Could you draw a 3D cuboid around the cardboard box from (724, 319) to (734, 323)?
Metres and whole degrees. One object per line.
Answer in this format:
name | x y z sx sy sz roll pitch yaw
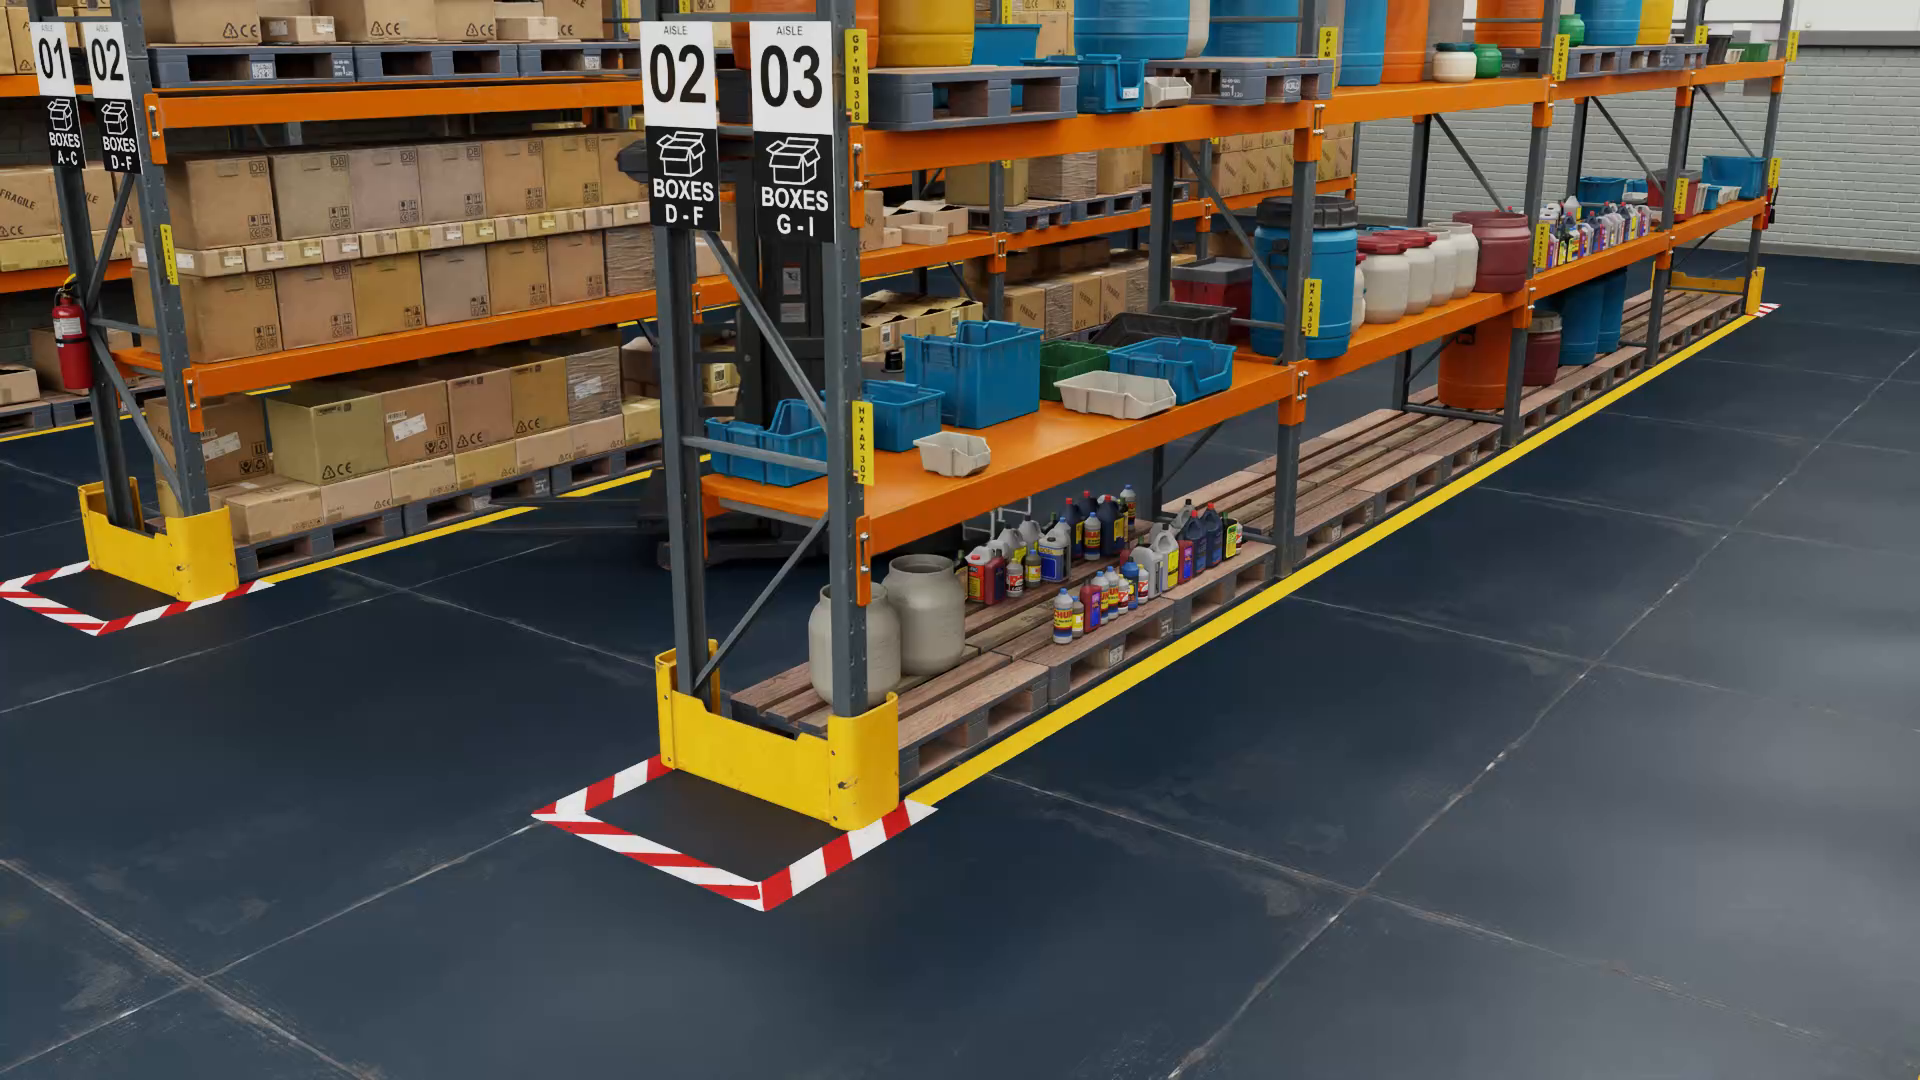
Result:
cardboard box | -1.791 -1.715 14.192 0.500 0.311 0.500 12 21 35

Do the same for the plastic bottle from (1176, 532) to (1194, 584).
plastic bottle | 1.239 0.090 9.234 0.061 0.283 0.133 14 22 38

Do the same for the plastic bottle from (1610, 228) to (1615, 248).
plastic bottle | 5.716 -2.681 14.655 0.097 0.201 0.097 0 17 0

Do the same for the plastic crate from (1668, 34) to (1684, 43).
plastic crate | 7.151 -5.054 17.103 0.437 0.282 0.530 12 21 35

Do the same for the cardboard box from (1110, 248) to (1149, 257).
cardboard box | 1.877 -3.019 18.881 0.500 0.500 0.500 11 21 32

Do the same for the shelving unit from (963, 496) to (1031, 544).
shelving unit | 0.240 -0.623 10.727 0.258 1.200 0.503 10 20 29

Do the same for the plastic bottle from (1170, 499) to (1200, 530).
plastic bottle | 1.302 -0.060 9.602 0.144 0.351 0.185 12 21 35

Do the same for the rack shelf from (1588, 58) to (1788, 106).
rack shelf | 7.528 -4.764 17.182 1.077 0.370 4.000 12 21 35

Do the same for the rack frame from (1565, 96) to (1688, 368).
rack frame | 6.336 -3.199 15.986 1.000 3.000 0.127 12 21 35

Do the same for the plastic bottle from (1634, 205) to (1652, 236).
plastic bottle | 6.361 -2.989 15.519 0.152 0.276 0.135 12 21 35

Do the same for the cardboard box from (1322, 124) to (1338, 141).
cardboard box | 4.399 -5.278 20.827 0.500 0.500 0.500 13 22 36

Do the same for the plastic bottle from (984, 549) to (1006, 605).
plastic bottle | 0.187 0.195 8.896 0.061 0.283 0.133 12 21 35

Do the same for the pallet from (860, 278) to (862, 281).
pallet | -2.019 -3.421 21.403 1.003 0.211 1.213 12 21 35

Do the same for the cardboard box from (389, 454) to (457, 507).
cardboard box | -3.698 -0.431 11.003 0.500 0.250 0.500 12 21 35

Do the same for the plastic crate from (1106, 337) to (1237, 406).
plastic crate | 1.128 -0.911 8.869 0.499 0.251 0.616 12 21 35

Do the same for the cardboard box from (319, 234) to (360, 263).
cardboard box | -3.926 -1.812 10.258 0.380 0.149 0.250 12 21 34

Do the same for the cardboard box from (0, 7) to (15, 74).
cardboard box | -7.715 -3.863 12.864 0.500 0.500 0.500 14 22 37

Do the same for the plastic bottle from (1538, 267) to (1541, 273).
plastic bottle | 4.561 -2.253 13.159 0.097 0.271 0.097 0 17 0

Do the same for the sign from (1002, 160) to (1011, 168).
sign | 0.425 -3.578 15.255 0.100 0.325 0.005 12 21 35

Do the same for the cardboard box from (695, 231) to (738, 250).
cardboard box | -2.030 -2.347 13.471 0.396 0.266 0.258 12 21 33

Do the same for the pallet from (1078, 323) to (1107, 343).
pallet | 1.180 -2.251 17.636 1.003 0.211 1.213 12 21 35

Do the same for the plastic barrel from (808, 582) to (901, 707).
plastic barrel | -0.483 0.477 7.638 0.421 0.512 0.421 0 17 0

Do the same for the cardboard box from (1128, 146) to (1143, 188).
cardboard box | 1.540 -4.075 17.931 0.500 0.500 0.700 -16 23 -42

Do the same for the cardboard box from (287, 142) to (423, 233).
cardboard box | -3.861 -2.252 10.582 0.700 0.500 0.500 13 21 35

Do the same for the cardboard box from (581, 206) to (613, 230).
cardboard box | -2.699 -2.303 11.840 0.380 0.149 0.250 12 21 33

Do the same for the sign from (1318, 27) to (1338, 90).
sign | 2.005 -2.630 9.083 0.100 0.325 0.005 12 21 35

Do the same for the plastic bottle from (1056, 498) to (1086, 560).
plastic bottle | 0.643 -0.074 9.651 0.144 0.351 0.185 11 21 32

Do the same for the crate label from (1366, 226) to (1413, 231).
crate label | 3.144 -2.074 12.305 0.502 0.435 0.616 12 21 35

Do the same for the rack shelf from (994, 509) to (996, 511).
rack shelf | 0.240 -0.333 10.817 0.258 0.148 0.480 10 20 29

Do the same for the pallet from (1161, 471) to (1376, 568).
pallet | 2.006 -0.156 10.889 1.003 0.211 1.213 12 21 35

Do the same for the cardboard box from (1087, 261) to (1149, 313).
cardboard box | 1.696 -2.687 17.813 0.500 0.500 0.500 13 21 35

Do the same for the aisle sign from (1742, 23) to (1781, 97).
aisle sign | 8.998 -5.358 18.557 0.394 0.787 0.004 12 21 35

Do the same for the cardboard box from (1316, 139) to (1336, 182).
cardboard box | 4.389 -4.796 20.963 0.500 0.500 0.500 13 21 35

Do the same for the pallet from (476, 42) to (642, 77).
pallet | -2.894 -3.352 11.572 1.003 0.211 1.213 12 21 35

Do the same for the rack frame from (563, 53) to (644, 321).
rack frame | -4.003 -3.997 18.556 1.000 3.000 0.127 12 21 35

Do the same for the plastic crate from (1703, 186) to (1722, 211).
plastic crate | 7.702 -3.566 17.349 0.416 0.233 0.300 12 21 35

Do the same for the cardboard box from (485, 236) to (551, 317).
cardboard box | -3.277 -1.865 11.523 0.700 0.500 0.500 13 21 35

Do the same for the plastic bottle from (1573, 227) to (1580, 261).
plastic bottle | 5.112 -2.473 13.868 0.097 0.271 0.097 0 17 0

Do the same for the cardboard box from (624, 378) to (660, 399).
cardboard box | -2.392 -1.207 13.501 0.500 0.250 0.500 12 21 34

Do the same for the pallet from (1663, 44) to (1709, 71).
pallet | 5.948 -4.337 14.913 1.213 0.211 1.003 12 21 35

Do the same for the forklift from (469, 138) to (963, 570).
forklift | -1.527 -1.381 10.248 3.031 2.935 1.130 -1 17 -4

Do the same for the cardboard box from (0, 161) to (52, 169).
cardboard box | -7.747 -2.899 13.976 0.500 0.500 0.500 13 21 35

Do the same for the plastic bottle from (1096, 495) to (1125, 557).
plastic bottle | 0.871 -0.094 9.713 0.144 0.351 0.185 12 21 35

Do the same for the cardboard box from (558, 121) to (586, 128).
cardboard box | -4.185 -4.477 18.098 0.380 0.149 0.250 9 20 28

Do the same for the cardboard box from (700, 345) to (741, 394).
cardboard box | -1.960 -1.379 13.110 0.500 0.311 0.500 13 21 35

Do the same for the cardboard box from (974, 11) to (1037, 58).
cardboard box | 0.210 -4.712 15.634 0.910 0.500 0.500 12 21 35

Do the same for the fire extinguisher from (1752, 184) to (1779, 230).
fire extinguisher | 9.175 -3.892 18.978 0.296 0.674 0.183 12 21 35

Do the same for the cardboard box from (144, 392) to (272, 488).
cardboard box | -4.709 -0.643 10.419 0.500 0.500 0.500 12 21 35

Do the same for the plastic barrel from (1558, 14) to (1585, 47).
plastic barrel | 4.769 -4.017 13.116 0.294 0.245 0.294 0 17 0

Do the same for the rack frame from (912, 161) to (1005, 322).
rack frame | -0.023 -3.122 15.740 1.000 3.000 0.127 12 21 35

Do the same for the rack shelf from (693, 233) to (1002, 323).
rack shelf | -1.215 -2.302 14.313 1.077 0.370 4.000 12 21 35

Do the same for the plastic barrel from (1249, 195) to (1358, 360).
plastic barrel | 2.043 -1.571 9.900 0.600 0.901 0.708 12 21 35

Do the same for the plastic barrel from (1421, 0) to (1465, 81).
plastic barrel | 3.289 -3.761 11.893 0.600 0.901 0.600 0 17 0

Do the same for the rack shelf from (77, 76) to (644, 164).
rack shelf | -3.598 -2.782 10.800 1.077 0.370 4.000 12 21 35

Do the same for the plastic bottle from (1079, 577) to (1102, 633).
plastic bottle | 0.666 0.319 8.497 0.061 0.283 0.133 13 21 36

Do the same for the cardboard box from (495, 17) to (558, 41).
cardboard box | -2.905 -3.414 11.101 0.380 0.149 0.250 12 21 35
